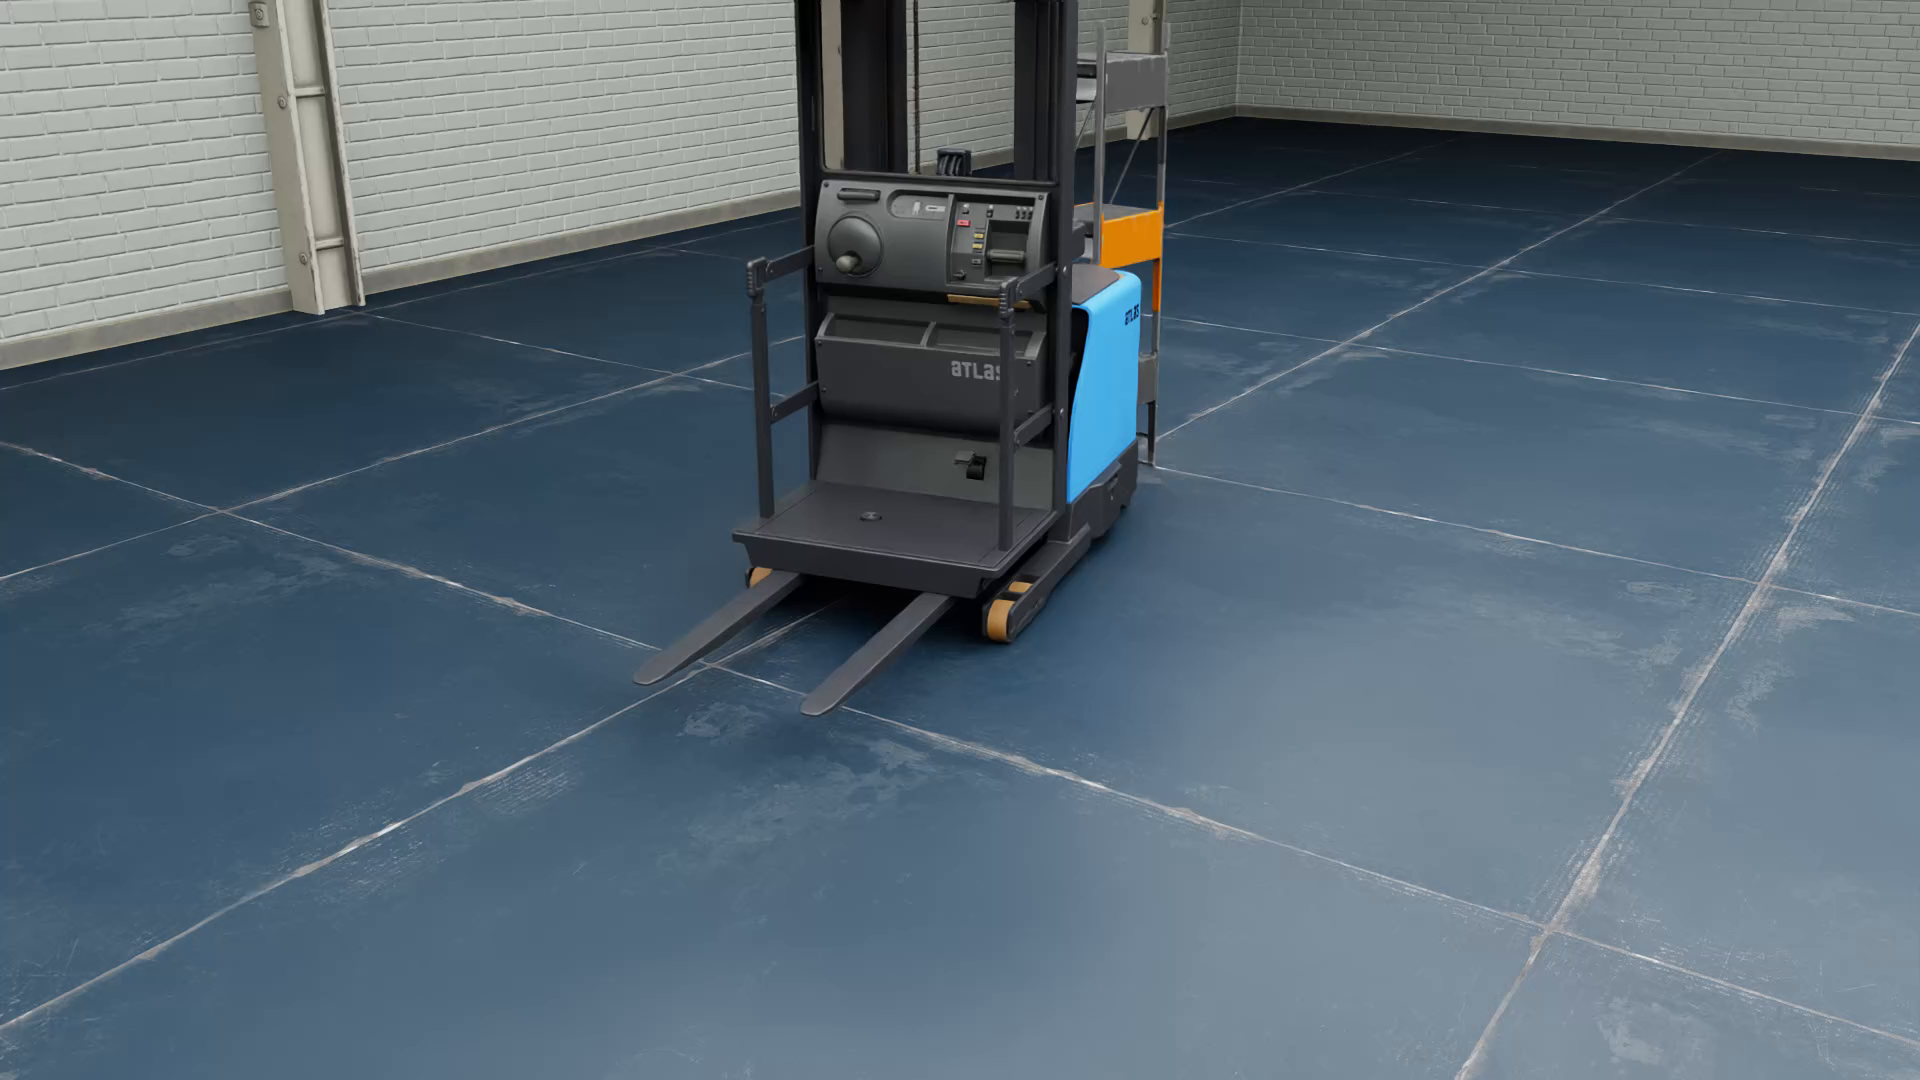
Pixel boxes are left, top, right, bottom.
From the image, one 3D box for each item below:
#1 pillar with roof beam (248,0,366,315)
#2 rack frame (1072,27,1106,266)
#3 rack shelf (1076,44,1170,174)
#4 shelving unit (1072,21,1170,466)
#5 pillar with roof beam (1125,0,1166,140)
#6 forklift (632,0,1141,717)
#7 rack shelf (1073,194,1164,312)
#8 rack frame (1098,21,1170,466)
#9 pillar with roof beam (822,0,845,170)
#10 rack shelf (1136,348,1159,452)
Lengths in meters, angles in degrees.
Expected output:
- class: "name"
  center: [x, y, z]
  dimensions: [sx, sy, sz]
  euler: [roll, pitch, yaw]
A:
- class: "pillar with roof beam"
  center: [-0.878, -5.018, 7.861]
  dimensions: [9.100, 9.000, 0.400]
  euler: [13, 24, 32]
- class: "rack frame"
  center: [0.483, -1.273, 7.674]
  dimensions: [0.400, 2.100, 0.015]
  euler: [16, 26, 39]
- class: "rack shelf"
  center: [0.640, -1.982, 7.611]
  dimensions: [0.431, 0.518, 0.480]
  euler: [16, 26, 39]
- class: "shelving unit"
  center: [0.644, -1.336, 7.846]
  dimensions: [0.431, 2.100, 0.503]
  euler: [16, 26, 39]
- class: "pillar with roof beam"
  center: [5.868, -8.461, 17.169]
  dimensions: [9.100, 9.000, 0.400]
  euler: [13, 24, 32]
- class: "forklift"
  center: [-0.195, -1.152, 6.156]
  dimensions: [1.130, 2.935, 3.031]
  euler: [8, 22, 20]
- class: "rack shelf"
  center: [0.645, -1.324, 7.851]
  dimensions: [0.431, 0.518, 0.480]
  euler: [16, 26, 39]
- class: "rack frame"
  center: [0.806, -1.400, 8.018]
  dimensions: [0.400, 2.100, 0.015]
  euler: [16, 26, 39]
- class: "pillar with roof beam"
  center: [2.495, -6.740, 12.515]
  dimensions: [9.100, 9.000, 0.400]
  euler: [13, 24, 32]
- class: "rack shelf"
  center: [0.649, -0.666, 8.090]
  dimensions: [0.431, 0.518, 0.480]
  euler: [16, 26, 39]
